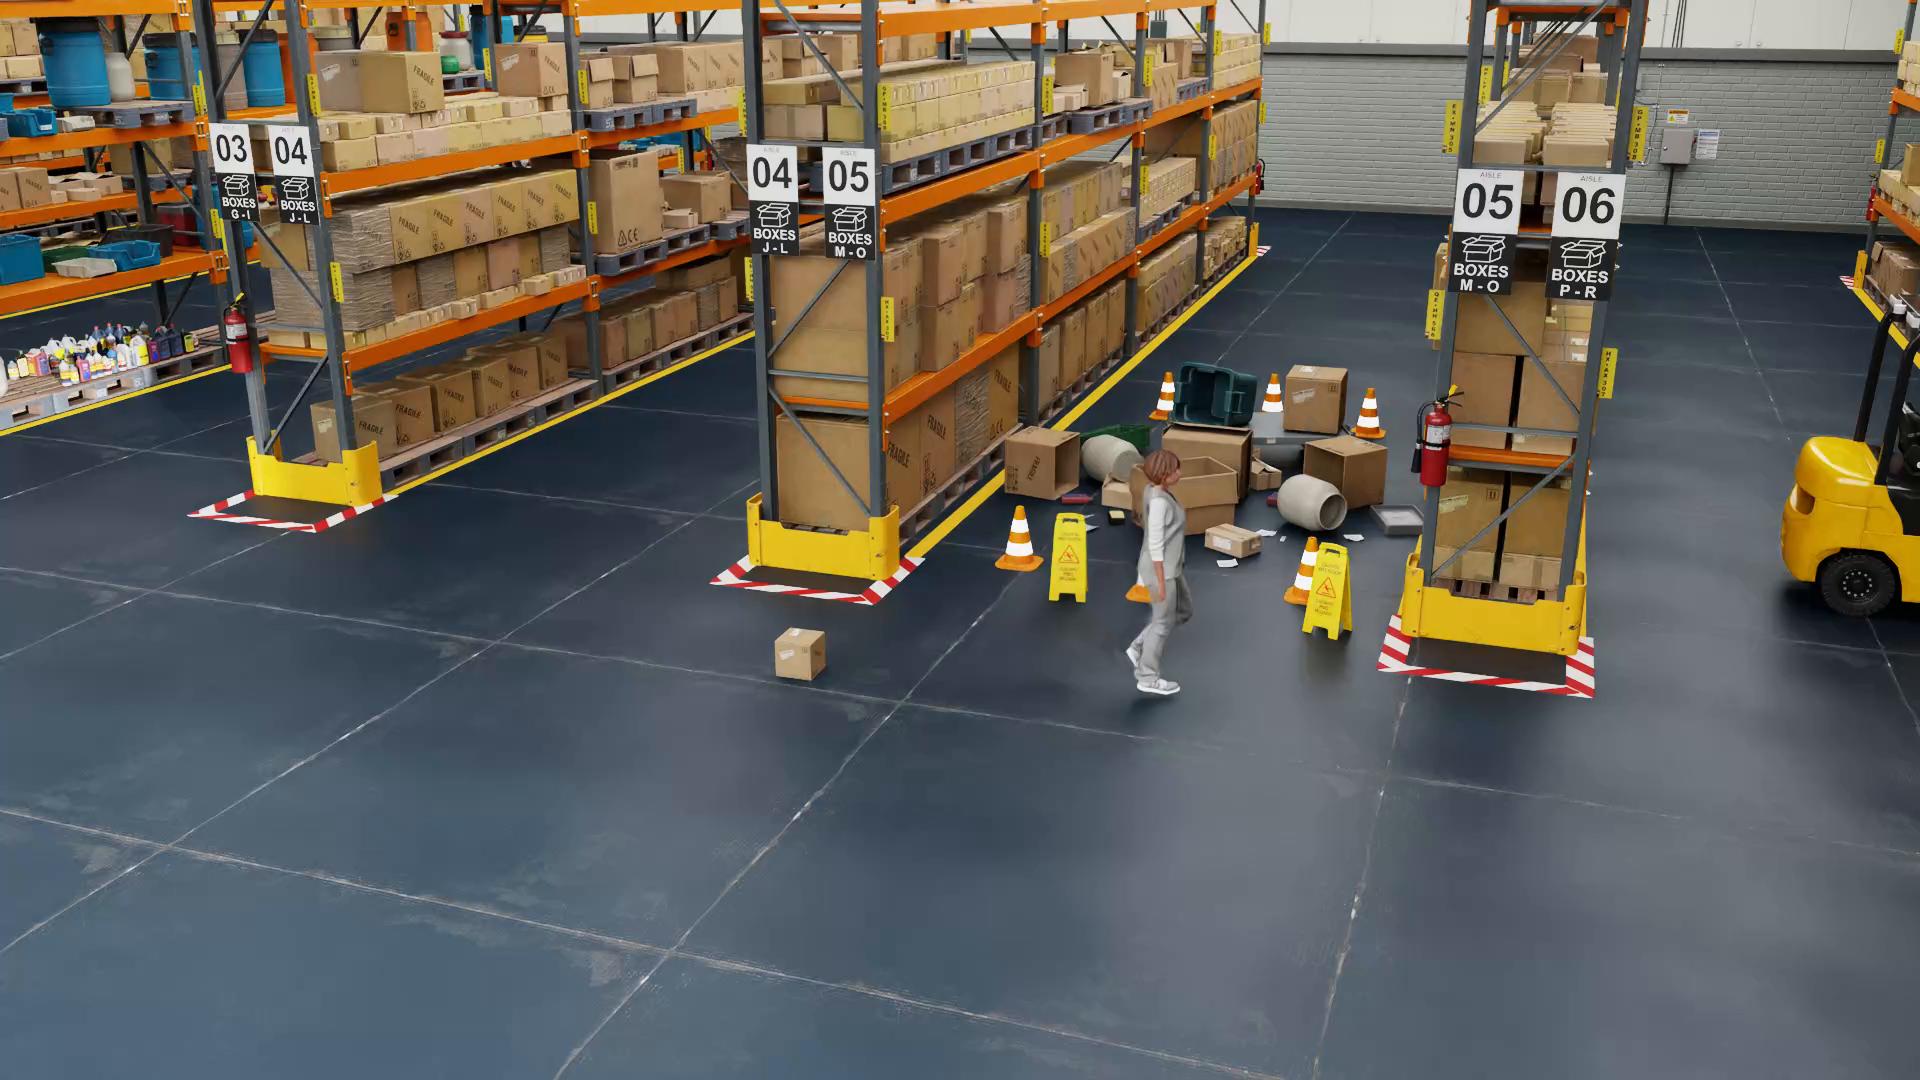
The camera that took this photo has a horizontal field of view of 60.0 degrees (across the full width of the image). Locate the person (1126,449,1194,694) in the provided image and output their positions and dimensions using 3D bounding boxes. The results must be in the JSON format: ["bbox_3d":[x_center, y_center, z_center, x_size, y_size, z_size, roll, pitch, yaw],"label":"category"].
[{"bbox_3d":[1.265,0.202,10.403,0.420,1.596,0.442,2,19,7],"label":"person"}]
